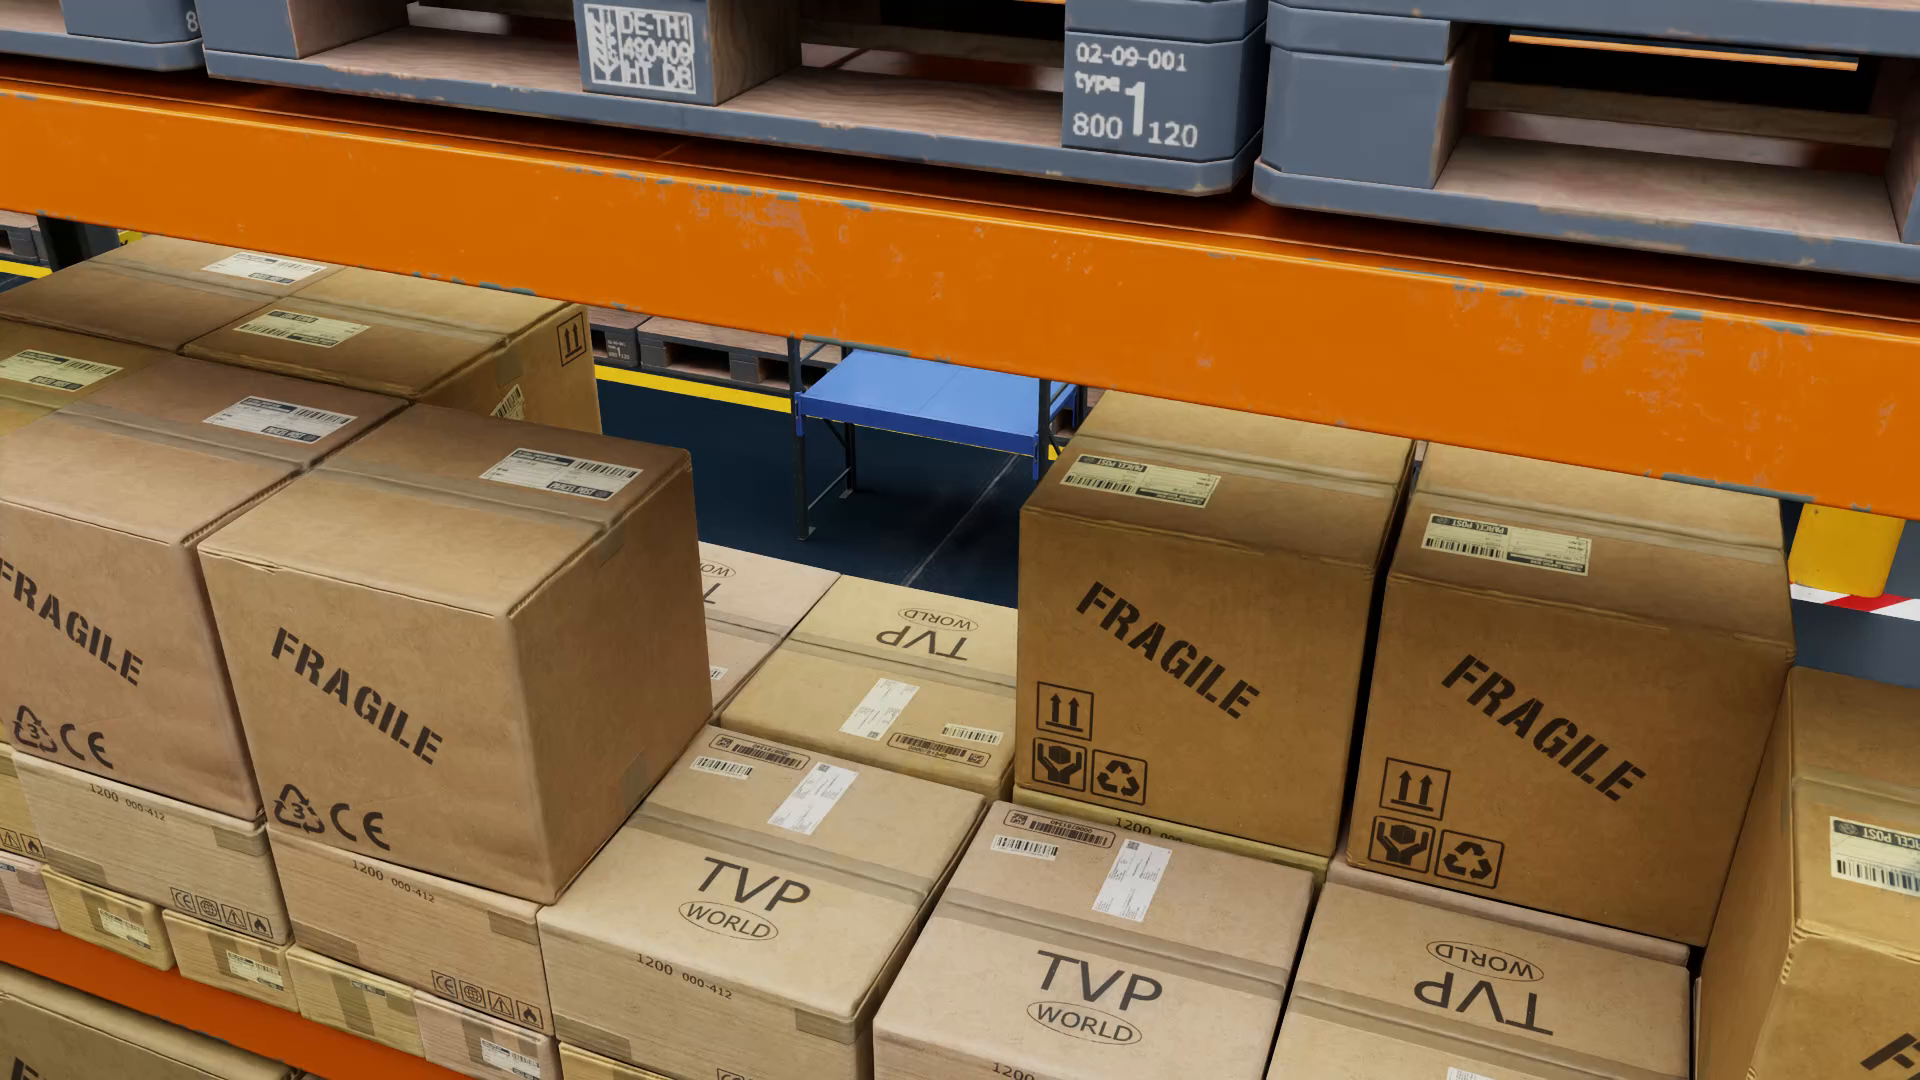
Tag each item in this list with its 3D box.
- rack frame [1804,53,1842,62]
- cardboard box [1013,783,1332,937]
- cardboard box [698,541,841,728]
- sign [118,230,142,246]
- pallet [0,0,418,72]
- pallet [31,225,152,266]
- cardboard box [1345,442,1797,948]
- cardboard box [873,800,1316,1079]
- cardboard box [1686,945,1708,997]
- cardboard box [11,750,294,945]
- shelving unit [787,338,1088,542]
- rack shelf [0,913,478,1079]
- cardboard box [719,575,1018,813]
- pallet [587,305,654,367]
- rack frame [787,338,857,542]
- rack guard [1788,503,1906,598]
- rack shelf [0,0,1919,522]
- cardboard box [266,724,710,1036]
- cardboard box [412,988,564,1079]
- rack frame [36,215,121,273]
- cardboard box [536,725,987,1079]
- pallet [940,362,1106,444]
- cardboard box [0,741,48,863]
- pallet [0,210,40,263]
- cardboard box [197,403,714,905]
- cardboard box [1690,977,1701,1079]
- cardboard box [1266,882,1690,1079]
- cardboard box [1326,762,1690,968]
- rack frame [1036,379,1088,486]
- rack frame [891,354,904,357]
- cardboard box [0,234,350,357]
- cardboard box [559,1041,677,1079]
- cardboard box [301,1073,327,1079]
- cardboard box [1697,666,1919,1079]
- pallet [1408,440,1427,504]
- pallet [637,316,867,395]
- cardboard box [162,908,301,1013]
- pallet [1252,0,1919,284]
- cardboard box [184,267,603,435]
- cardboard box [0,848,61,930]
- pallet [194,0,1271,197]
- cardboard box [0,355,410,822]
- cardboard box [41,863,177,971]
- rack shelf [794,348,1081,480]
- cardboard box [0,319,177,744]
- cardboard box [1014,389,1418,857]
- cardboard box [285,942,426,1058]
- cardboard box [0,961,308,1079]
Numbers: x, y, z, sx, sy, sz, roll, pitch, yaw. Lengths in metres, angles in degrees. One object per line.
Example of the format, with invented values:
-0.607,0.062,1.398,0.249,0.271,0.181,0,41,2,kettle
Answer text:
5.422,-3.629,10.122,0.127,3.000,1.000,11,31,19,rack frame
0.402,0.423,2.803,0.500,0.250,0.500,10,31,17,cardboard box
-0.552,0.234,3.138,0.500,0.250,0.500,12,32,20,cardboard box
-1.806,-0.517,3.657,0.005,0.325,0.100,11,31,19,sign
-1.259,-0.964,2.449,1.213,0.211,1.003,11,31,19,pallet
-4.561,-1.798,9.717,1.213,0.211,1.003,11,31,19,pallet
0.887,0.192,2.450,0.500,0.500,0.500,11,31,18,cardboard box
0.203,0.666,2.373,0.500,0.250,0.500,10,31,17,cardboard box
1.350,0.611,2.470,0.500,0.250,0.500,10,31,18,cardboard box
-1.217,0.384,2.873,0.500,0.250,0.500,11,31,19,cardboard box
-0.079,-0.669,6.409,1.048,1.500,0.538,11,31,19,shelving unit
-0.160,0.830,2.964,4.000,0.370,1.077,11,31,19,rack shelf
-0.084,0.329,2.969,0.500,0.250,0.500,11,31,18,cardboard box
-1.985,-1.284,8.807,1.213,0.211,1.003,11,31,19,pallet
-0.550,-0.763,6.575,0.032,1.500,0.500,11,31,19,rack frame
3.583,-0.284,6.745,0.348,0.500,1.175,11,31,19,rack guard
-0.160,-0.475,2.225,4.000,0.370,1.077,11,31,19,rack shelf
-0.735,0.477,2.708,0.500,0.250,0.500,12,32,20,cardboard box
-0.663,0.703,2.714,0.250,0.149,0.380,12,32,20,cardboard box
-2.013,0.147,3.441,0.127,3.000,1.000,11,31,19,rack frame
-0.281,0.572,2.540,0.500,0.250,0.500,11,31,19,cardboard box
0.545,-0.779,7.913,1.213,0.211,1.003,11,31,19,pallet
-1.676,0.289,3.040,0.500,0.250,0.500,11,31,18,cardboard box
-5.687,-2.025,10.117,1.213,0.211,1.003,11,31,19,pallet
-0.728,0.151,2.523,0.500,0.500,0.500,10,31,18,cardboard box
1.145,0.854,2.040,0.500,0.250,0.500,11,31,18,cardboard box
0.675,0.760,2.207,0.500,0.250,0.500,11,31,18,cardboard box
0.866,0.518,2.635,0.500,0.250,0.500,11,31,19,cardboard box
0.392,-0.575,6.242,0.032,1.500,0.500,11,31,19,rack frame
-0.151,-2.111,7.437,0.127,3.000,1.000,11,31,19,rack frame
-1.486,-0.280,3.286,0.500,0.500,0.500,12,32,21,cardboard box
-0.419,0.751,2.629,0.250,0.149,0.380,10,31,18,cardboard box
-0.598,1.214,3.285,0.875,0.875,0.875,11,31,19,cardboard box
1.143,0.526,1.859,0.500,0.500,0.500,12,32,20,cardboard box
1.680,-0.554,7.515,1.213,0.211,1.003,11,31,19,pallet
-0.850,-1.059,8.409,1.213,0.211,1.003,11,31,19,pallet
-1.132,0.608,2.881,0.250,0.149,0.380,10,31,18,cardboard box
1.002,-0.512,1.650,1.213,0.211,1.003,11,31,19,pallet
-1.024,-0.186,3.118,0.500,0.500,0.500,12,31,20,cardboard box
-1.621,0.512,3.052,0.250,0.149,0.380,10,31,17,cardboard box
-0.132,-0.737,2.048,1.213,0.211,1.003,11,31,19,pallet
-1.212,0.056,2.690,0.500,0.500,0.500,11,31,19,cardboard box
-1.376,0.560,2.966,0.250,0.149,0.380,12,32,21,cardboard box
-0.079,-0.512,6.497,1.000,0.185,0.538,11,31,19,rack shelf
-1.665,-0.038,2.857,0.500,0.500,0.500,11,31,19,cardboard box
0.405,0.099,2.614,0.500,0.500,0.500,10,31,18,cardboard box
-0.895,0.655,2.798,0.250,0.149,0.380,11,31,18,cardboard box
-1.431,1.048,3.580,0.875,0.875,0.875,11,31,19,cardboard box
